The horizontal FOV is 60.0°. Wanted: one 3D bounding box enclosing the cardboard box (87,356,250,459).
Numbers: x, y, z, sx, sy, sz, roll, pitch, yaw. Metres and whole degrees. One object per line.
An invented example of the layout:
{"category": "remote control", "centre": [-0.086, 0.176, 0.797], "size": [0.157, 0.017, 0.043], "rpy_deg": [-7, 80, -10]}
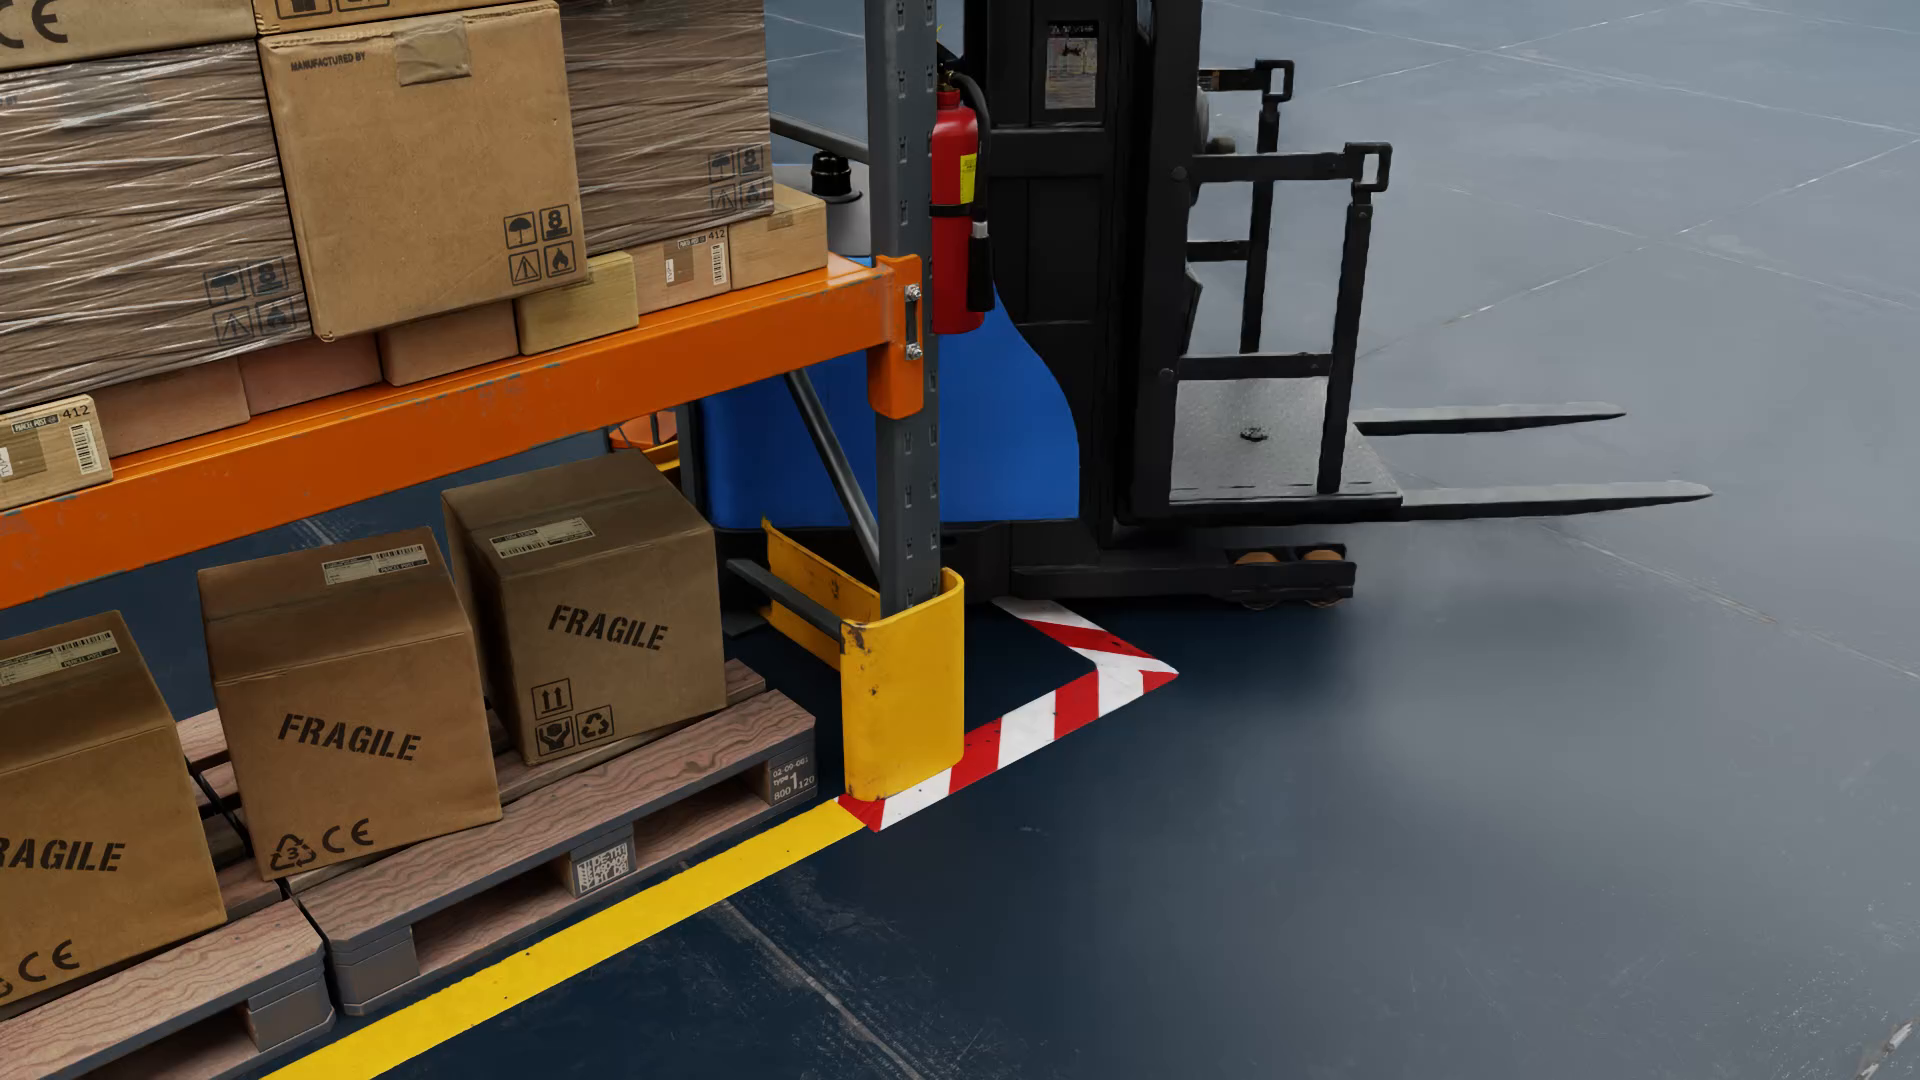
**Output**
{"category": "cardboard box", "centre": [-1.439, -0.297, 2.889], "size": [0.250, 0.149, 0.380], "rpy_deg": [-22, 35, -35]}

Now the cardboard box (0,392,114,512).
{"category": "cardboard box", "centre": [-1.571, -0.188, 2.687], "size": [0.250, 0.149, 0.380], "rpy_deg": [-22, 35, -35]}

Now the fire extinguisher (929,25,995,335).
{"category": "fire extinguisher", "centre": [-0.029, -0.793, 3.633], "size": [0.183, 0.674, 0.296], "rpy_deg": [-22, 35, -35]}

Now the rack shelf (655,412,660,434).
{"category": "rack shelf", "centre": [-0.959, -0.500, 5.084], "size": [0.215, 0.259, 0.240], "rpy_deg": [9, 29, 22]}

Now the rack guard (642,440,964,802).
{"category": "rack guard", "centre": [-0.473, 0.169, 4.404], "size": [0.348, 0.500, 1.175], "rpy_deg": [-22, 35, -35]}

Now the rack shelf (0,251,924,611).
{"category": "rack shelf", "centre": [-1.937, -0.028, 2.883], "size": [4.000, 0.370, 1.077], "rpy_deg": [-22, 35, -35]}

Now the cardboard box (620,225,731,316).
{"category": "cardboard box", "centre": [-0.689, -0.609, 3.473], "size": [0.250, 0.149, 0.380], "rpy_deg": [-22, 35, -35]}

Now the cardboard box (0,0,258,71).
{"category": "cardboard box", "centre": [-1.432, -1.009, 2.474], "size": [0.500, 0.500, 0.500], "rpy_deg": [-22, 35, -35]}

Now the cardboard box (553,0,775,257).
{"category": "cardboard box", "centre": [-0.852, -0.974, 3.468], "size": [0.500, 0.500, 0.875], "rpy_deg": [-22, 35, -35]}

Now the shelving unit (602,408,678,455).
{"category": "shelving unit", "centre": [-0.960, -0.510, 5.079], "size": [0.215, 1.050, 0.252], "rpy_deg": [9, 29, 22]}

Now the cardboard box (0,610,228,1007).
{"category": "cardboard box", "centre": [-1.823, 0.525, 3.291], "size": [0.500, 0.500, 0.500], "rpy_deg": [-18, 33, -30]}

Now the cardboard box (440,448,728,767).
{"category": "cardboard box", "centre": [-0.901, 0.145, 4.002], "size": [0.500, 0.500, 0.500], "rpy_deg": [-15, 32, -26]}

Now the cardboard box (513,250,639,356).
{"category": "cardboard box", "centre": [-0.846, -0.514, 3.296], "size": [0.250, 0.149, 0.380], "rpy_deg": [-22, 35, -35]}

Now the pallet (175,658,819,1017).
{"category": "pallet", "centre": [-1.114, 0.532, 4.031], "size": [1.213, 0.211, 1.003], "rpy_deg": [-22, 35, -35]}

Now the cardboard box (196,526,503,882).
{"category": "cardboard box", "centre": [-1.334, 0.340, 3.637], "size": [0.500, 0.500, 0.500], "rpy_deg": [-13, 31, -22]}

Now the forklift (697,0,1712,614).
{"category": "forklift", "centre": [0.747, -1.337, 4.642], "size": [3.031, 2.935, 1.130], "rpy_deg": [-2, 28, -4]}

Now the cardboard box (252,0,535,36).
{"category": "cardboard box", "centre": [-1.050, -1.161, 2.758], "size": [0.500, 0.500, 0.500], "rpy_deg": [-22, 35, -35]}

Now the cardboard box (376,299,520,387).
{"category": "cardboard box", "centre": [-1.046, -0.443, 3.163], "size": [0.250, 0.149, 0.380], "rpy_deg": [-22, 35, -35]}

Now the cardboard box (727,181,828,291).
{"category": "cardboard box", "centre": [-0.498, -0.685, 3.616], "size": [0.250, 0.149, 0.380], "rpy_deg": [-22, 35, -35]}

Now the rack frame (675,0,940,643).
{"category": "rack frame", "centre": [-0.416, -0.957, 3.858], "size": [0.127, 3.000, 1.000], "rpy_deg": [-22, 35, -35]}

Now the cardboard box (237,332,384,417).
{"category": "cardboard box", "centre": [-1.263, -0.381, 3.047], "size": [0.250, 0.149, 0.380], "rpy_deg": [-22, 35, -35]}

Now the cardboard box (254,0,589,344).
{"category": "cardboard box", "centre": [-1.154, -0.778, 3.102], "size": [0.500, 0.500, 0.875], "rpy_deg": [-22, 35, -35]}

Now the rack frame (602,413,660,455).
{"category": "rack frame", "centre": [-1.008, -0.457, 4.980], "size": [0.200, 1.050, 0.008], "rpy_deg": [9, 29, 22]}

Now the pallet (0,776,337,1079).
{"category": "pallet", "centre": [-2.042, 0.903, 3.336], "size": [1.213, 0.211, 1.003], "rpy_deg": [-22, 35, -35]}

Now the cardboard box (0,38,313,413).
{"category": "cardboard box", "centre": [-1.563, -0.640, 2.844], "size": [0.500, 0.500, 0.875], "rpy_deg": [-22, 35, -35]}

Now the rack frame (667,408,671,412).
{"category": "rack frame", "centre": [-0.912, -0.563, 5.178], "size": [0.200, 1.050, 0.008], "rpy_deg": [9, 29, 22]}

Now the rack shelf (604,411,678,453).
{"category": "rack shelf", "centre": [-0.947, -0.253, 5.210], "size": [0.215, 0.259, 0.240], "rpy_deg": [9, 29, 22]}
